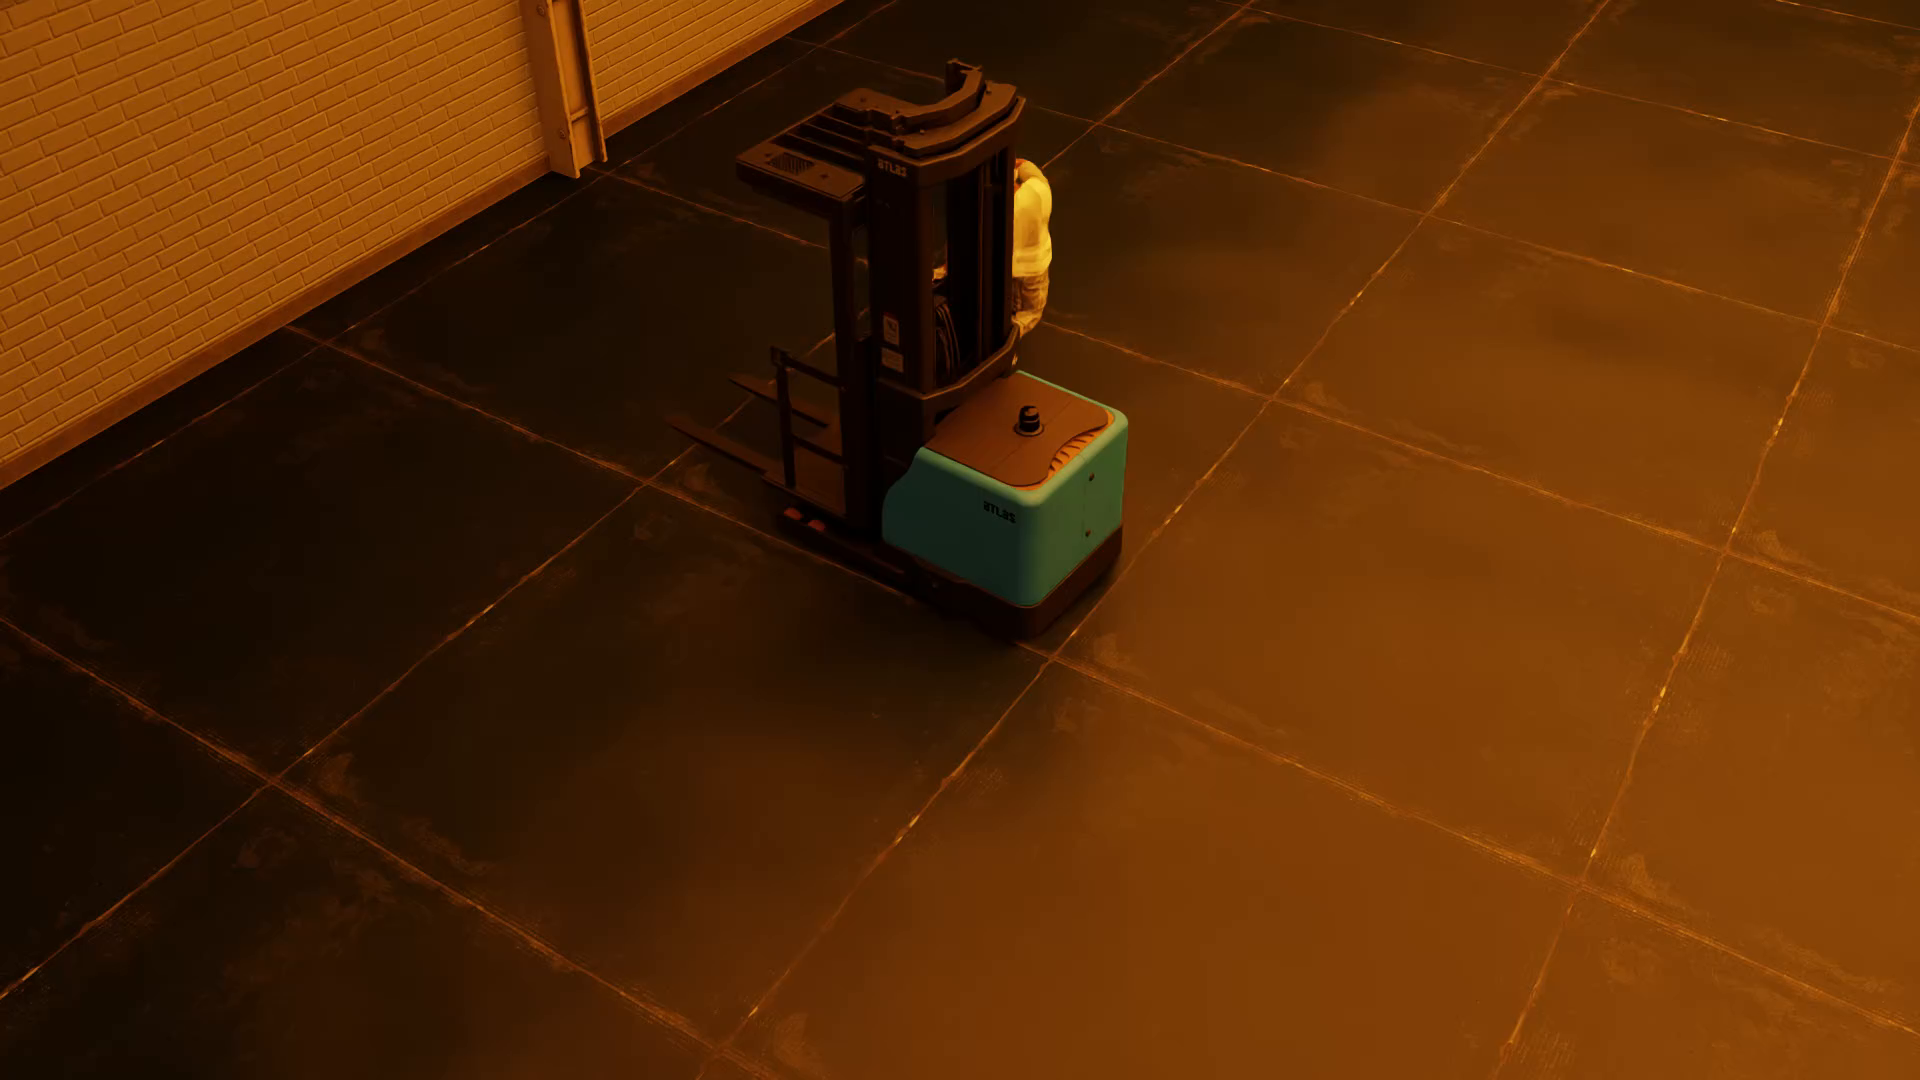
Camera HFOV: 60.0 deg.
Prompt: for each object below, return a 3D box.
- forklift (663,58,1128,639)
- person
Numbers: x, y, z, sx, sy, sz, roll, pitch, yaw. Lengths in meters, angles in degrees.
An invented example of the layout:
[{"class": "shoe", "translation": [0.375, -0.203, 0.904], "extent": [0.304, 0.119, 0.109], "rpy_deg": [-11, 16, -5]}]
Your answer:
[{"class": "forklift", "translation": [-0.517, -1.326, 9.532], "extent": [3.031, 2.935, 1.130], "rpy_deg": [25, 46, 27]}, {"class": "person", "translation": [0.205, -1.997, 11.445], "extent": [0.857, 1.501, 0.995], "rpy_deg": [1, 40, 2]}]
